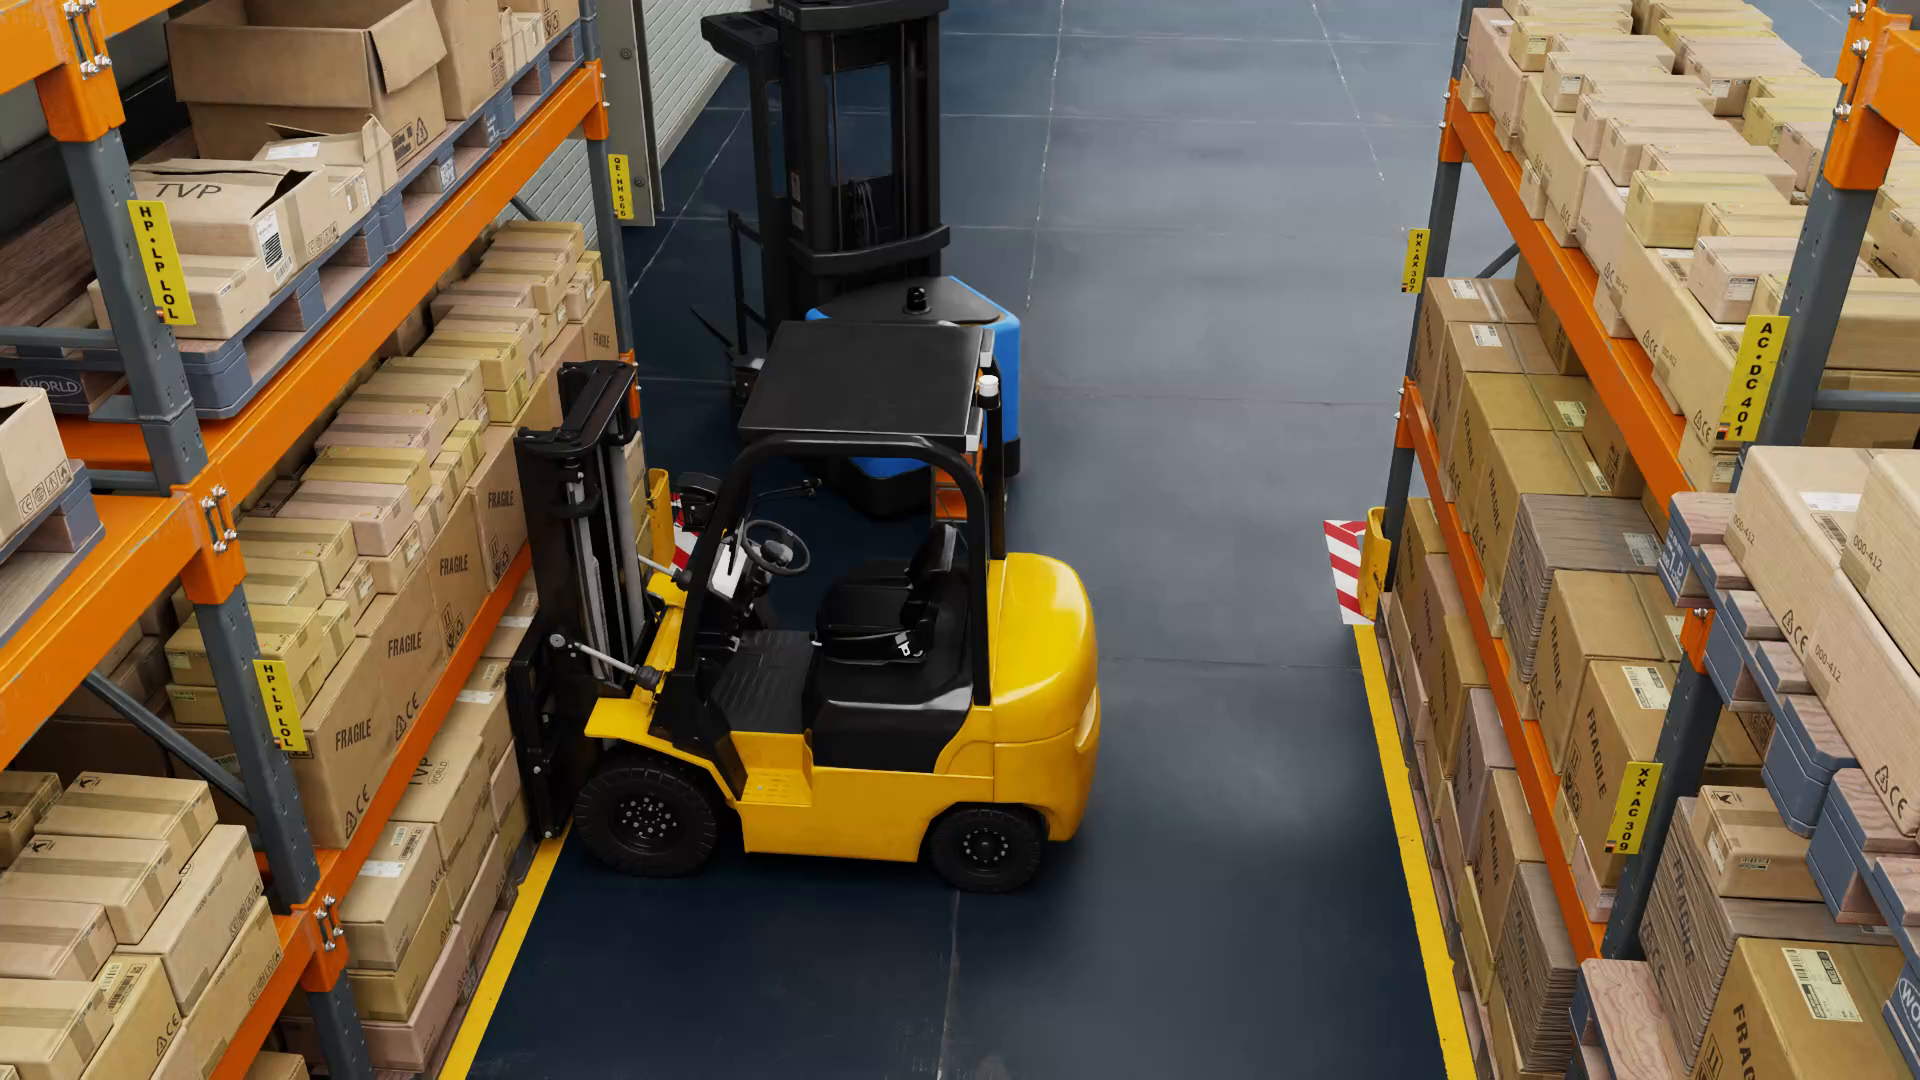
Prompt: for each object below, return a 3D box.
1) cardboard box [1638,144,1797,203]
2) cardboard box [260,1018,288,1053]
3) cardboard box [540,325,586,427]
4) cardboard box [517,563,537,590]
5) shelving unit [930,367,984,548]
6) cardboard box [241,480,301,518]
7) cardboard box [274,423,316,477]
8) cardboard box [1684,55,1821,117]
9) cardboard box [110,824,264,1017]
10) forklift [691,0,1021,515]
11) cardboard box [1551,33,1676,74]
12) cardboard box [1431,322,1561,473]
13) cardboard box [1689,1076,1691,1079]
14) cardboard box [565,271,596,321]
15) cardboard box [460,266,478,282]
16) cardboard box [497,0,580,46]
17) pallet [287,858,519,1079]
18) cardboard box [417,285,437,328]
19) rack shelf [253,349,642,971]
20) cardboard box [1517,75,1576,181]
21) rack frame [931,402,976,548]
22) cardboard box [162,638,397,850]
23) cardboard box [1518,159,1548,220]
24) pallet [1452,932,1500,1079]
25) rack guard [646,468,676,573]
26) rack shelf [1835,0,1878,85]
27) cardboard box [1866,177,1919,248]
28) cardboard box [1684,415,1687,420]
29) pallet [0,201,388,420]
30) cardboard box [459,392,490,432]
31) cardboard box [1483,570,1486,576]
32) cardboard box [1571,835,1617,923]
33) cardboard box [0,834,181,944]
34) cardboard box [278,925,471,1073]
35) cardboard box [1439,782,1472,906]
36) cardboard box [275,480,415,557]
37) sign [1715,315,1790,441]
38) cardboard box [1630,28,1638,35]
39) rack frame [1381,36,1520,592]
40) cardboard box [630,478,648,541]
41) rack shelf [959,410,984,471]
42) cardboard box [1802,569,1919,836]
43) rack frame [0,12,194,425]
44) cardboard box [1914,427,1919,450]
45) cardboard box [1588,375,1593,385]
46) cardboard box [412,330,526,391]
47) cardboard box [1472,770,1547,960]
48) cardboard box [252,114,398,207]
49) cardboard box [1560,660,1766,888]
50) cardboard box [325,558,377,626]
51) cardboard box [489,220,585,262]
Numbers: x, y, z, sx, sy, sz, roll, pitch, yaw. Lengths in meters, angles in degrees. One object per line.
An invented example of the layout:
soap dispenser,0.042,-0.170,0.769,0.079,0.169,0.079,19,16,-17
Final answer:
cardboard box,2.296,-1.094,5.066,0.380,0.149,0.250,2,32,3
cardboard box,-2.691,1.656,6.205,0.500,0.250,0.500,3,32,4
cardboard box,-2.033,-0.668,7.660,0.500,0.500,0.500,3,32,6
cardboard box,-1.997,0.187,7.636,0.500,0.250,0.500,3,32,5
shelving unit,-0.013,-0.424,9.075,0.258,1.200,0.503,2,32,4
cardboard box,-2.647,-0.105,6.128,0.380,0.149,0.250,3,32,6
cardboard box,-2.668,-0.367,6.270,0.380,0.149,0.250,2,32,3
cardboard box,2.803,-1.614,5.911,0.380,0.149,0.250,2,32,3
cardboard box,-2.314,1.045,4.642,0.500,0.250,0.500,2,32,3
forklift,-0.835,-2.131,10.195,1.130,2.935,3.031,-18,36,-27
cardboard box,2.406,-1.765,6.156,0.380,0.149,0.250,2,32,4
cardboard box,2.390,-0.618,7.294,0.500,0.500,0.500,3,32,5
cardboard box,2.030,1.470,4.125,0.380,0.149,0.250,3,32,5
cardboard box,-1.943,-1.156,7.833,0.380,0.149,0.250,3,32,5
cardboard box,-2.446,-1.186,7.882,0.380,0.149,0.250,2,32,4
cardboard box,-1.996,-2.464,7.220,0.500,0.500,0.500,3,32,6
pallet,-2.422,1.699,6.571,1.003,0.211,1.213,2,32,4
cardboard box,-2.541,-1.041,7.364,0.380,0.149,0.250,3,32,4
rack shelf,-2.366,0.187,7.054,1.077,0.370,4.000,2,32,4
cardboard box,2.370,-1.509,6.120,0.500,0.250,0.500,3,32,5
rack frame,-0.033,-0.297,8.868,0.240,1.200,0.015,2,32,4
cardboard box,-2.233,0.663,5.500,0.500,0.500,0.500,2,32,3
cardboard box,2.292,-1.290,6.144,0.380,0.149,0.250,3,32,5
pallet,2.438,1.971,6.131,1.003,0.211,1.213,2,32,4
rack guard,-2.201,-0.114,9.238,1.175,0.500,0.348,2,32,4
rack shelf,2.581,-2.156,5.140,1.077,0.370,4.000,2,32,4
cardboard box,2.840,-0.935,4.809,0.380,0.149,0.250,2,32,4
cardboard box,2.249,-0.340,4.603,0.380,0.149,0.250,3,32,5
pallet,-2.485,-0.760,5.130,1.003,0.211,1.213,2,32,4
cardboard box,-2.142,-0.492,6.756,0.380,0.149,0.250,2,32,4
cardboard box,2.335,0.133,6.694,0.380,0.149,0.250,2,32,3
cardboard box,2.141,1.062,5.187,0.380,0.149,0.250,2,32,3
cardboard box,-2.338,0.932,4.446,0.380,0.149,0.250,2,32,3
cardboard box,-2.160,1.679,6.167,0.500,0.250,0.500,3,32,4
cardboard box,2.278,1.263,6.842,0.500,0.250,0.500,3,32,5
cardboard box,-2.141,-0.078,5.800,0.380,0.149,0.250,3,32,5
sign,1.877,-0.380,3.936,0.100,0.325,0.005,2,32,4
cardboard box,2.971,-2.016,6.943,0.500,0.250,0.500,2,32,3
rack frame,2.744,-0.955,8.221,1.000,3.000,0.127,2,32,4
cardboard box,-1.931,-0.118,8.607,0.500,0.250,0.500,2,32,3
rack shelf,-0.013,-0.557,8.993,0.258,0.148,0.480,2,32,4
cardboard box,1.931,0.298,3.071,0.500,0.250,0.500,2,32,3
rack frame,-2.529,-1.628,3.594,1.000,3.000,0.127,2,32,4
cardboard box,2.727,-0.422,4.356,0.500,0.250,0.500,2,32,3
cardboard box,2.933,-0.738,6.537,0.700,0.500,0.500,2,32,3
cardboard box,-2.026,-0.743,6.879,0.380,0.149,0.250,3,32,5
cardboard box,2.239,1.222,6.194,0.500,0.500,0.500,3,32,5
cardboard box,-2.105,-1.278,5.518,0.396,0.266,0.258,2,32,3
cardboard box,2.207,0.724,5.117,0.500,0.500,0.500,2,32,3
cardboard box,-2.228,0.179,5.667,0.380,0.149,0.250,2,32,4
cardboard box,-2.022,-1.414,7.969,0.380,0.149,0.250,3,32,4
